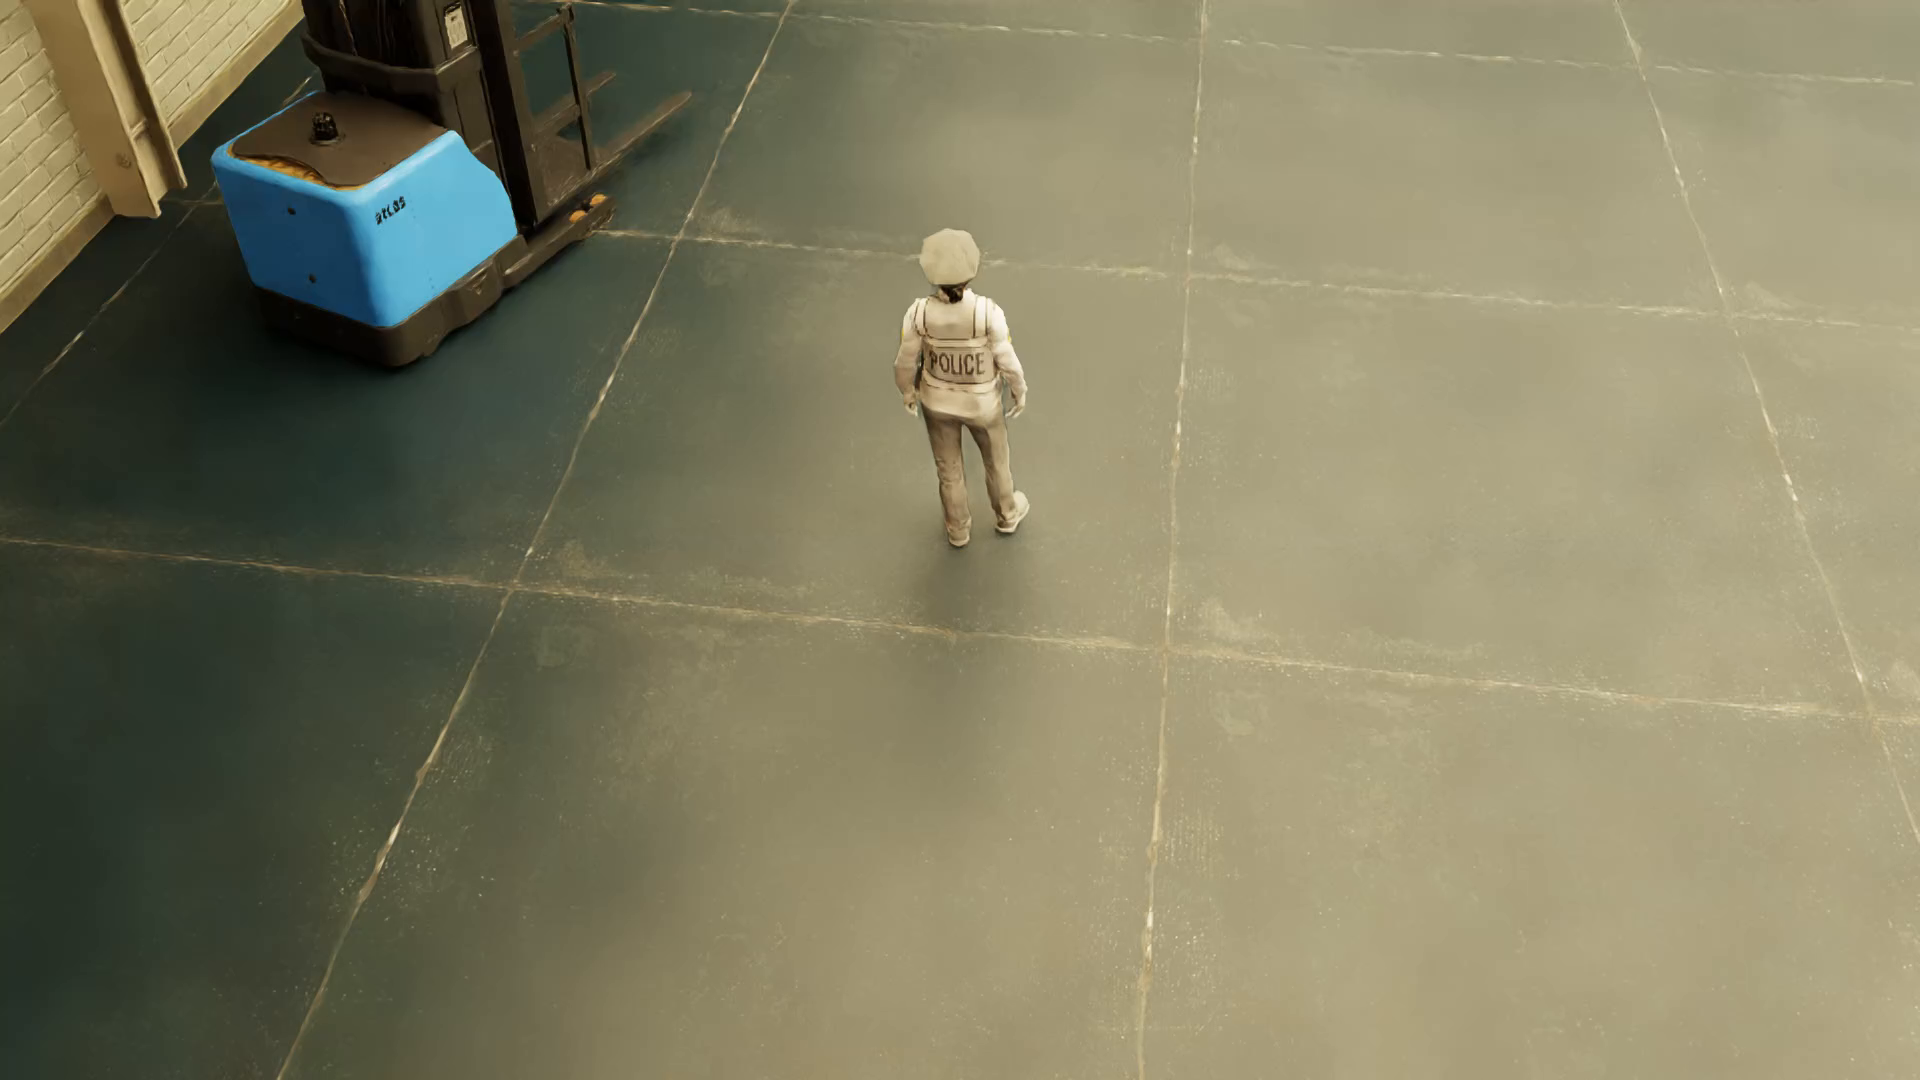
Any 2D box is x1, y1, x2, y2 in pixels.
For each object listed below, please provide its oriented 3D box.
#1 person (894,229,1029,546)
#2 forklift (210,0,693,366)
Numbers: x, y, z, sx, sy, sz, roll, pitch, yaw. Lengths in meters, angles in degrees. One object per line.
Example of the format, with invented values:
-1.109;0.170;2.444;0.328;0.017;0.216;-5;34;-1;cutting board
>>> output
0.016;-0.674;7.361;0.586;1.695;0.532;5;43;6;person
-2.713;-2.989;8.978;1.130;2.935;3.031;19;46;20;forklift
